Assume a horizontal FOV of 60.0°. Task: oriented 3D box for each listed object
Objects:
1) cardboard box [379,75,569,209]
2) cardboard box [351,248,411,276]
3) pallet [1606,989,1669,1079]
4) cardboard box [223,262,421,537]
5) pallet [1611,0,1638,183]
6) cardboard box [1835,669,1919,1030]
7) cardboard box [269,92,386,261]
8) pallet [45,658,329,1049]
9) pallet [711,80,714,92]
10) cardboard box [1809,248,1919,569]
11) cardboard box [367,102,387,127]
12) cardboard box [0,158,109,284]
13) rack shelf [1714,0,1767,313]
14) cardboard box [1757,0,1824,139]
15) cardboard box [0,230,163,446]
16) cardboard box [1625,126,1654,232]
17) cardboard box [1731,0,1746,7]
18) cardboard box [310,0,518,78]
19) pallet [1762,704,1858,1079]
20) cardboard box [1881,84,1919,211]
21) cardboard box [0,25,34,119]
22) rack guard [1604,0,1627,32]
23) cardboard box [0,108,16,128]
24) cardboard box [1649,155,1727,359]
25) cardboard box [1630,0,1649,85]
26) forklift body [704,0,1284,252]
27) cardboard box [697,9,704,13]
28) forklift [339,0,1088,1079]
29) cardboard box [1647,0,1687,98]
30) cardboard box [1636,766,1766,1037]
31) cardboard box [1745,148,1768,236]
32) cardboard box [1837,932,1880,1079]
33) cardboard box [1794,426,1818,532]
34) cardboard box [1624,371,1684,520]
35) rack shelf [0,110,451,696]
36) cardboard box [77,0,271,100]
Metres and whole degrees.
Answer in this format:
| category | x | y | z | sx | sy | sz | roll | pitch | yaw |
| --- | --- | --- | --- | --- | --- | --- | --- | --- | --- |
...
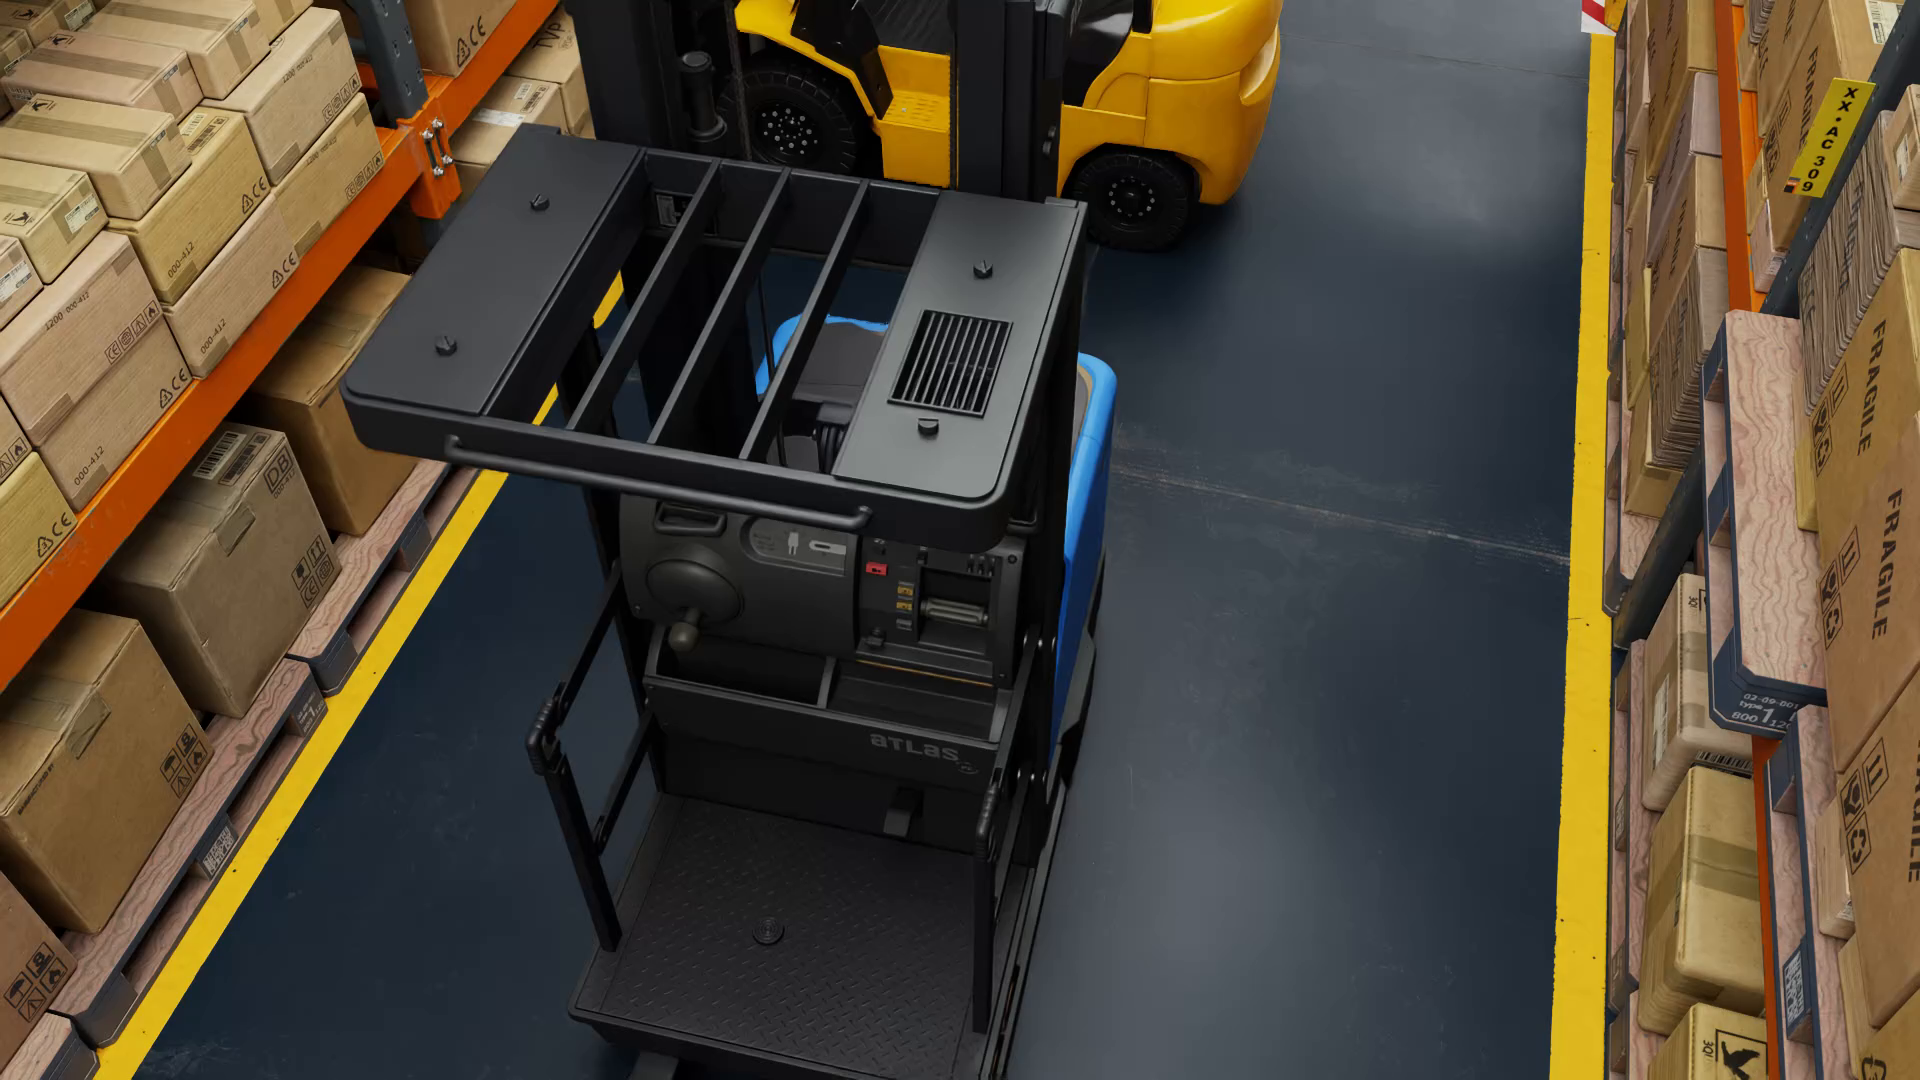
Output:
| category | x | y | z | sx | sy | sz | roll | pitch | yaw |
| --- | --- | --- | --- | --- | --- | --- | --- | --- | --- |
| cardboard box | -1.729 | -1.407 | 5.878 | 0.500 | 0.250 | 0.500 | 11 | 49 | 9 |
| cardboard box | -2.226 | -1.179 | 6.344 | 0.500 | 0.250 | 0.500 | 12 | 50 | 10 |
| pallet | 2.108 | 1.789 | 4.030 | 1.003 | 0.211 | 1.213 | 12 | 50 | 10 |
| cardboard box | -2.285 | -0.532 | 5.523 | 0.875 | 0.625 | 0.625 | 14 | 50 | 12 |
| pallet | 3.416 | -1.917 | 7.301 | 1.003 | 0.211 | 1.213 | 12 | 50 | 10 |
| cardboard box | 1.832 | 0.521 | 2.744 | 0.500 | 0.500 | 0.500 | 10 | 49 | 8 |
| cardboard box | -2.039 | -1.093 | 4.814 | 0.500 | 0.250 | 0.500 | 13 | 50 | 11 |
| pallet | -2.634 | 0.790 | 4.912 | 1.003 | 0.211 | 1.213 | 12 | 50 | 10 |
| pallet | -1.590 | -2.088 | 7.452 | 1.003 | 0.211 | 1.213 | 12 | 50 | 10 |
| cardboard box | 2.100 | -0.208 | 3.387 | 0.500 | 0.500 | 0.500 | 12 | 50 | 10 |
| cardboard box | -2.216 | -1.513 | 5.972 | 0.500 | 0.250 | 0.500 | 12 | 50 | 11 |
| cardboard box | -2.271 | -0.765 | 3.925 | 0.380 | 0.149 | 0.250 | 10 | 49 | 9 |
| rack shelf | 3.157 | -1.791 | 5.810 | 1.077 | 0.370 | 4.000 | 12 | 50 | 10 |
| cardboard box | 2.637 | -1.458 | 4.771 | 0.500 | 0.500 | 0.500 | 13 | 50 | 11 |
| cardboard box | -2.310 | -0.527 | 3.981 | 0.500 | 0.250 | 0.500 | 12 | 50 | 11 |
| cardboard box | 2.932 | -1.411 | 6.548 | 0.500 | 0.250 | 0.500 | 15 | 50 | 13 |
| cardboard box | 2.815 | -1.899 | 5.593 | 0.380 | 0.149 | 0.250 | 12 | 50 | 10 |
| cardboard box | -1.790 | -1.861 | 5.325 | 0.500 | 0.500 | 0.500 | 10 | 49 | 9 |
| pallet | 2.060 | 0.935 | 3.052 | 1.003 | 0.211 | 1.213 | 12 | 50 | 10 |
| cardboard box | 2.166 | -0.797 | 3.475 | 0.380 | 0.149 | 0.250 | 11 | 50 | 10 |
| cardboard box | -2.646 | -1.230 | 4.336 | 0.380 | 0.149 | 0.250 | 11 | 50 | 10 |
| rack guard | 3.664 | -2.593 | 7.705 | 1.175 | 0.500 | 0.348 | 12 | 50 | 10 |
| cardboard box | -2.682 | -0.997 | 4.396 | 0.500 | 0.250 | 0.500 | 11 | 50 | 10 |
| cardboard box | 2.660 | -0.908 | 5.605 | 0.500 | 0.500 | 0.500 | 12 | 50 | 11 |
| cardboard box | 12.828 | -0.308 | 4.582 | 20.716 | 1.739 | 1.673 | 11 | 50 | 10 |
| forklift body | 0.155 | -2.440 | 6.469 | 2.313 | 2.155 | 1.214 | 12 | 50 | 10 |
| cardboard box | -1.325 | -2.333 | 7.029 | 0.500 | 0.250 | 0.500 | 11 | 50 | 10 |
| forklift | -0.371 | 0.209 | 3.611 | 1.121 | 2.935 | 3.031 | 10 | 49 | 9 |
| cardboard box | 3.066 | -2.027 | 6.592 | 0.500 | 0.500 | 0.500 | 10 | 49 | 9 |
| cardboard box | 2.309 | 1.049 | 4.296 | 0.950 | 0.372 | 0.625 | 14 | 50 | 12 |
| cardboard box | 2.481 | -0.973 | 4.776 | 0.380 | 0.149 | 0.250 | 13 | 50 | 11 |
| cardboard box | 1.769 | 0.836 | 2.899 | 0.380 | 0.149 | 0.250 | 10 | 49 | 9 |
| cardboard box | 2.107 | -0.122 | 3.744 | 0.380 | 0.149 | 0.250 | 12 | 50 | 11 |
| cardboard box | 2.527 | -0.292 | 5.561 | 0.500 | 0.250 | 0.500 | 14 | 50 | 12 |
| rack shelf | -2.685 | 0.126 | 4.118 | 1.077 | 0.370 | 4.000 | 12 | 50 | 10 |
| cardboard box | -2.085 | -1.325 | 4.420 | 0.380 | 0.149 | 0.250 | 11 | 49 | 9 |
